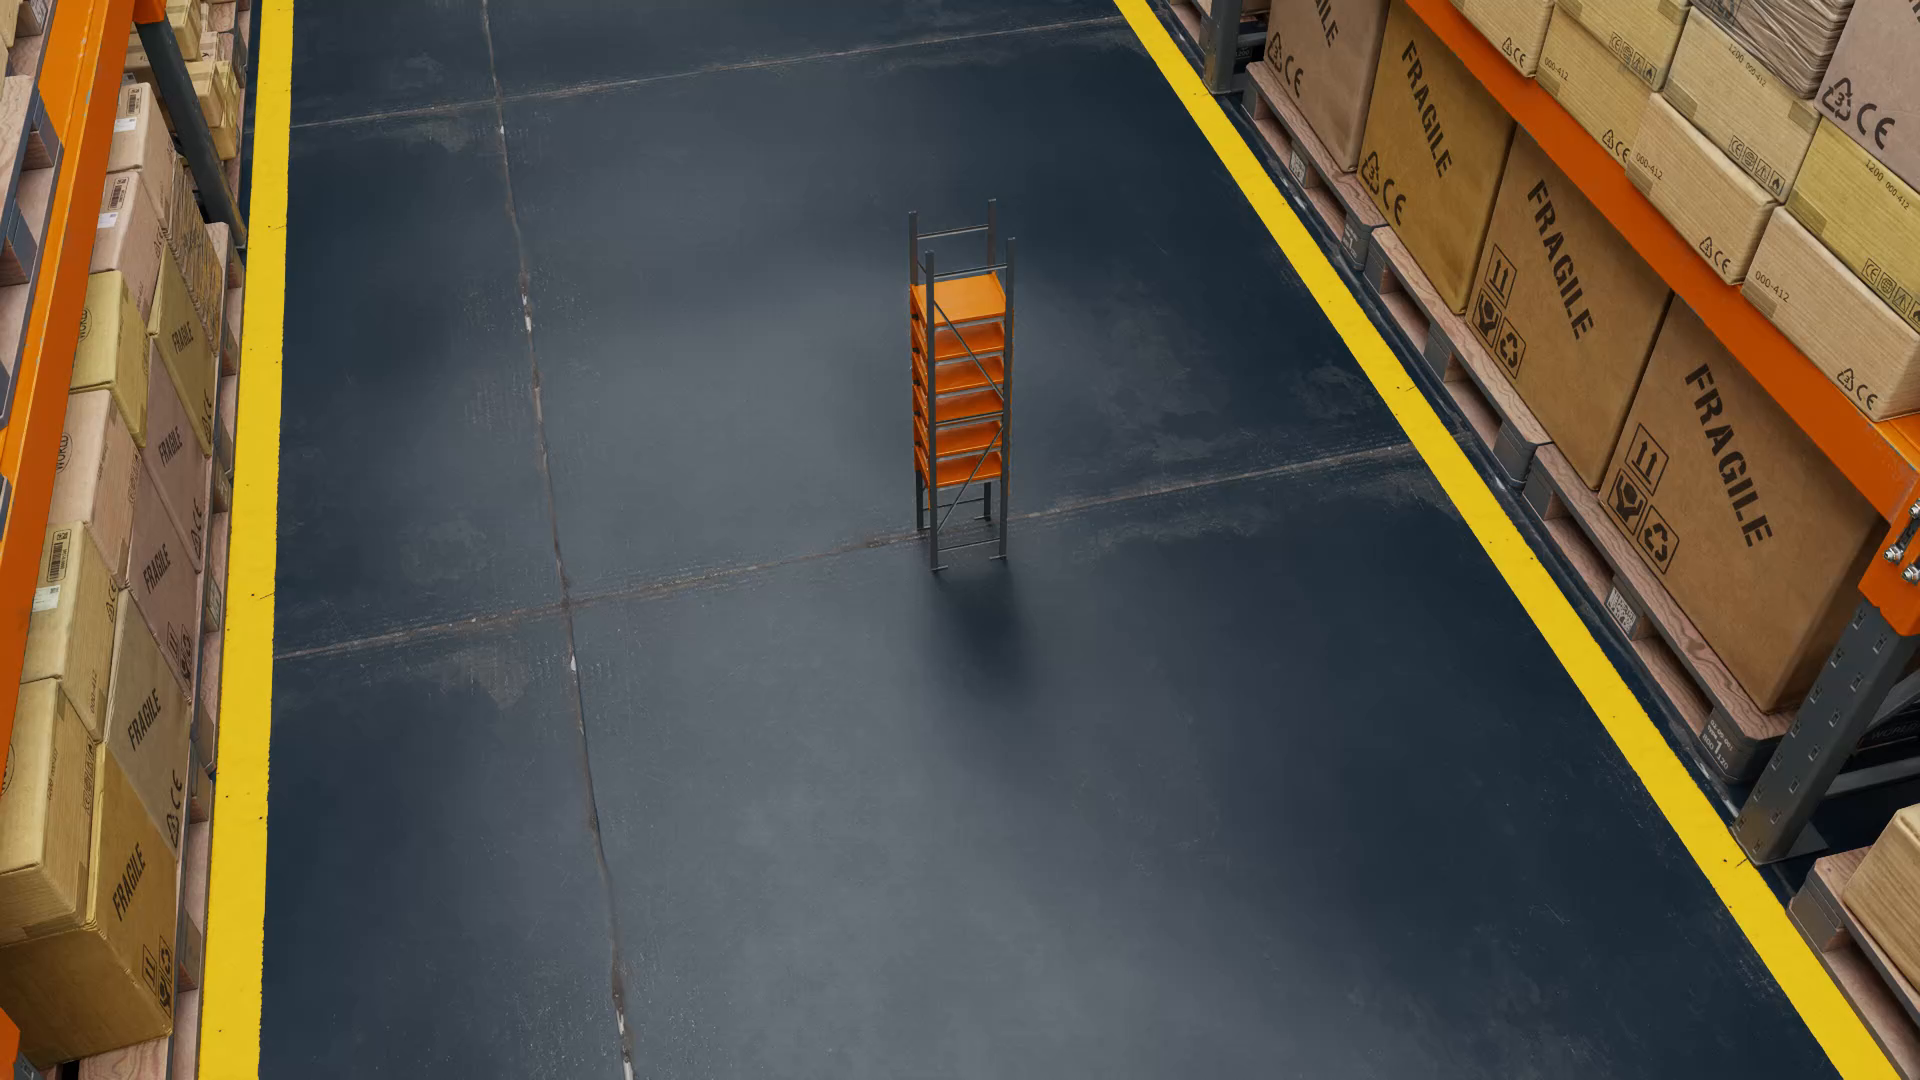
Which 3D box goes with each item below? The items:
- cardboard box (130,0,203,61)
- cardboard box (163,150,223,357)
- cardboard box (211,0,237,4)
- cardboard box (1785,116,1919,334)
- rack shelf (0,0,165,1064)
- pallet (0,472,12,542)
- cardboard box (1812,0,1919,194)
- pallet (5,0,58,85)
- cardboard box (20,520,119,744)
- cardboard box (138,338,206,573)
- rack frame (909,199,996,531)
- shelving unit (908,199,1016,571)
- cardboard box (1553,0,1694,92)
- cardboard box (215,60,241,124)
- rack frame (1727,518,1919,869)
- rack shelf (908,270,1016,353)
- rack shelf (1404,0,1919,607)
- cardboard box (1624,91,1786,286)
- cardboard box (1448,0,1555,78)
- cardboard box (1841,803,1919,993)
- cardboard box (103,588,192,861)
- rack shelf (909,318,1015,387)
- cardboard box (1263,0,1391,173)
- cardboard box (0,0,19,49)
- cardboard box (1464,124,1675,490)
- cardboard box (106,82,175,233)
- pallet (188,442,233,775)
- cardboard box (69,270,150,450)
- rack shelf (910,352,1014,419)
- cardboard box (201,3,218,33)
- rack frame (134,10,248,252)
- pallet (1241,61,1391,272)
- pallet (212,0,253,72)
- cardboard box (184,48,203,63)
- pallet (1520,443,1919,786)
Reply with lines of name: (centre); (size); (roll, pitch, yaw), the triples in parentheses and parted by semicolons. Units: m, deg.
cardboard box: (-3.116, -1.936, 6.333); (0.380, 0.149, 0.250); (-9, 46, -8)
cardboard box: (-2.782, -0.909, 5.497); (0.500, 0.500, 0.500); (-12, 47, -11)
cardboard box: (-3.369, -2.450, 7.253); (0.380, 0.149, 0.250); (-12, 47, -11)
cardboard box: (2.198, -0.726, 3.616); (0.500, 0.250, 0.500); (-11, 47, -10)
rack shelf: (-2.703, -0.470, 4.114); (1.077, 0.370, 4.000); (-11, 47, -10)
pallet: (-2.477, 0.254, 3.035); (1.213, 0.211, 1.003); (-11, 47, -10)
cardboard box: (2.183, -1.009, 3.369); (0.500, 0.500, 0.500); (-12, 47, -11)
pallet: (-3.160, -1.481, 4.735); (1.003, 0.211, 1.213); (-11, 47, -10)
cardboard box: (-2.264, 0.254, 3.831); (0.500, 0.250, 0.500); (-11, 47, -11)
cardboard box: (-2.524, -0.200, 4.802); (0.500, 0.500, 0.500); (-12, 47, -11)
rack frame: (-0.020, -0.473, 4.874); (0.240, 1.200, 0.006); (-11, 47, -10)
shelving unit: (0.004, -0.410, 4.812); (0.258, 1.200, 0.189); (-11, 47, -10)
cardboard box: (1.913, -1.429, 4.305); (0.500, 0.250, 0.500); (-12, 47, -11)
cardboard box: (-3.066, -1.745, 6.562); (0.380, 0.149, 0.250); (-9, 46, -9)
rack frame: (2.568, -0.315, 3.459); (1.000, 3.000, 0.127); (-11, 47, -10)
rack shelf: (0.004, -0.631, 4.586); (0.258, 0.103, 0.180); (-11, 47, -10)
rack shelf: (2.056, -1.444, 5.069); (1.077, 0.370, 4.000); (-11, 47, -10)
cardboard box: (2.042, -0.914, 4.151); (0.500, 0.250, 0.500); (-10, 46, -10)
cardboard box: (1.770, -1.612, 4.834); (0.500, 0.250, 0.500); (-11, 47, -11)
cardboard box: (2.703, 0.849, 3.863); (0.950, 0.372, 0.625); (-14, 47, -13)
cardboard box: (-2.258, 0.506, 4.110); (0.500, 0.500, 0.500); (-10, 46, -10)
rack shelf: (0.004, -0.547, 4.672); (0.258, 0.103, 0.180); (-11, 47, -10)
cardboard box: (1.780, -2.067, 6.369); (0.875, 0.875, 0.875); (-9, 46, -9)
cardboard box: (-2.729, -1.398, 4.402); (0.380, 0.149, 0.250); (-13, 47, -12)
cardboard box: (2.247, -0.827, 5.154); (0.875, 0.875, 0.875); (-10, 46, -10)
cardboard box: (-2.780, -1.169, 5.226); (0.500, 0.250, 0.500); (-12, 47, -11)
pallet: (-2.699, 0.255, 4.852); (1.003, 0.211, 1.213); (-11, 47, -10)
cardboard box: (-2.512, -0.449, 4.521); (0.500, 0.250, 0.500); (-13, 47, -12)
rack shelf: (0.004, -0.463, 4.758); (0.258, 0.103, 0.180); (-11, 47, -10)
cardboard box: (-3.293, -2.073, 6.884); (0.380, 0.149, 0.250); (-12, 47, -11)
rack frame: (-3.215, -2.102, 5.210); (1.000, 3.000, 0.127); (-11, 47, -10)
pallet: (1.814, -1.582, 6.653); (1.003, 0.211, 1.213); (-11, 47, -10)
pallet: (-3.737, -2.427, 7.481); (1.003, 0.211, 1.213); (-11, 47, -10)
cardboard box: (-3.150, -1.822, 6.430); (0.380, 0.149, 0.250); (-10, 46, -10)
pallet: (2.439, 0.103, 5.002); (1.003, 0.211, 1.213); (-11, 47, -10)
